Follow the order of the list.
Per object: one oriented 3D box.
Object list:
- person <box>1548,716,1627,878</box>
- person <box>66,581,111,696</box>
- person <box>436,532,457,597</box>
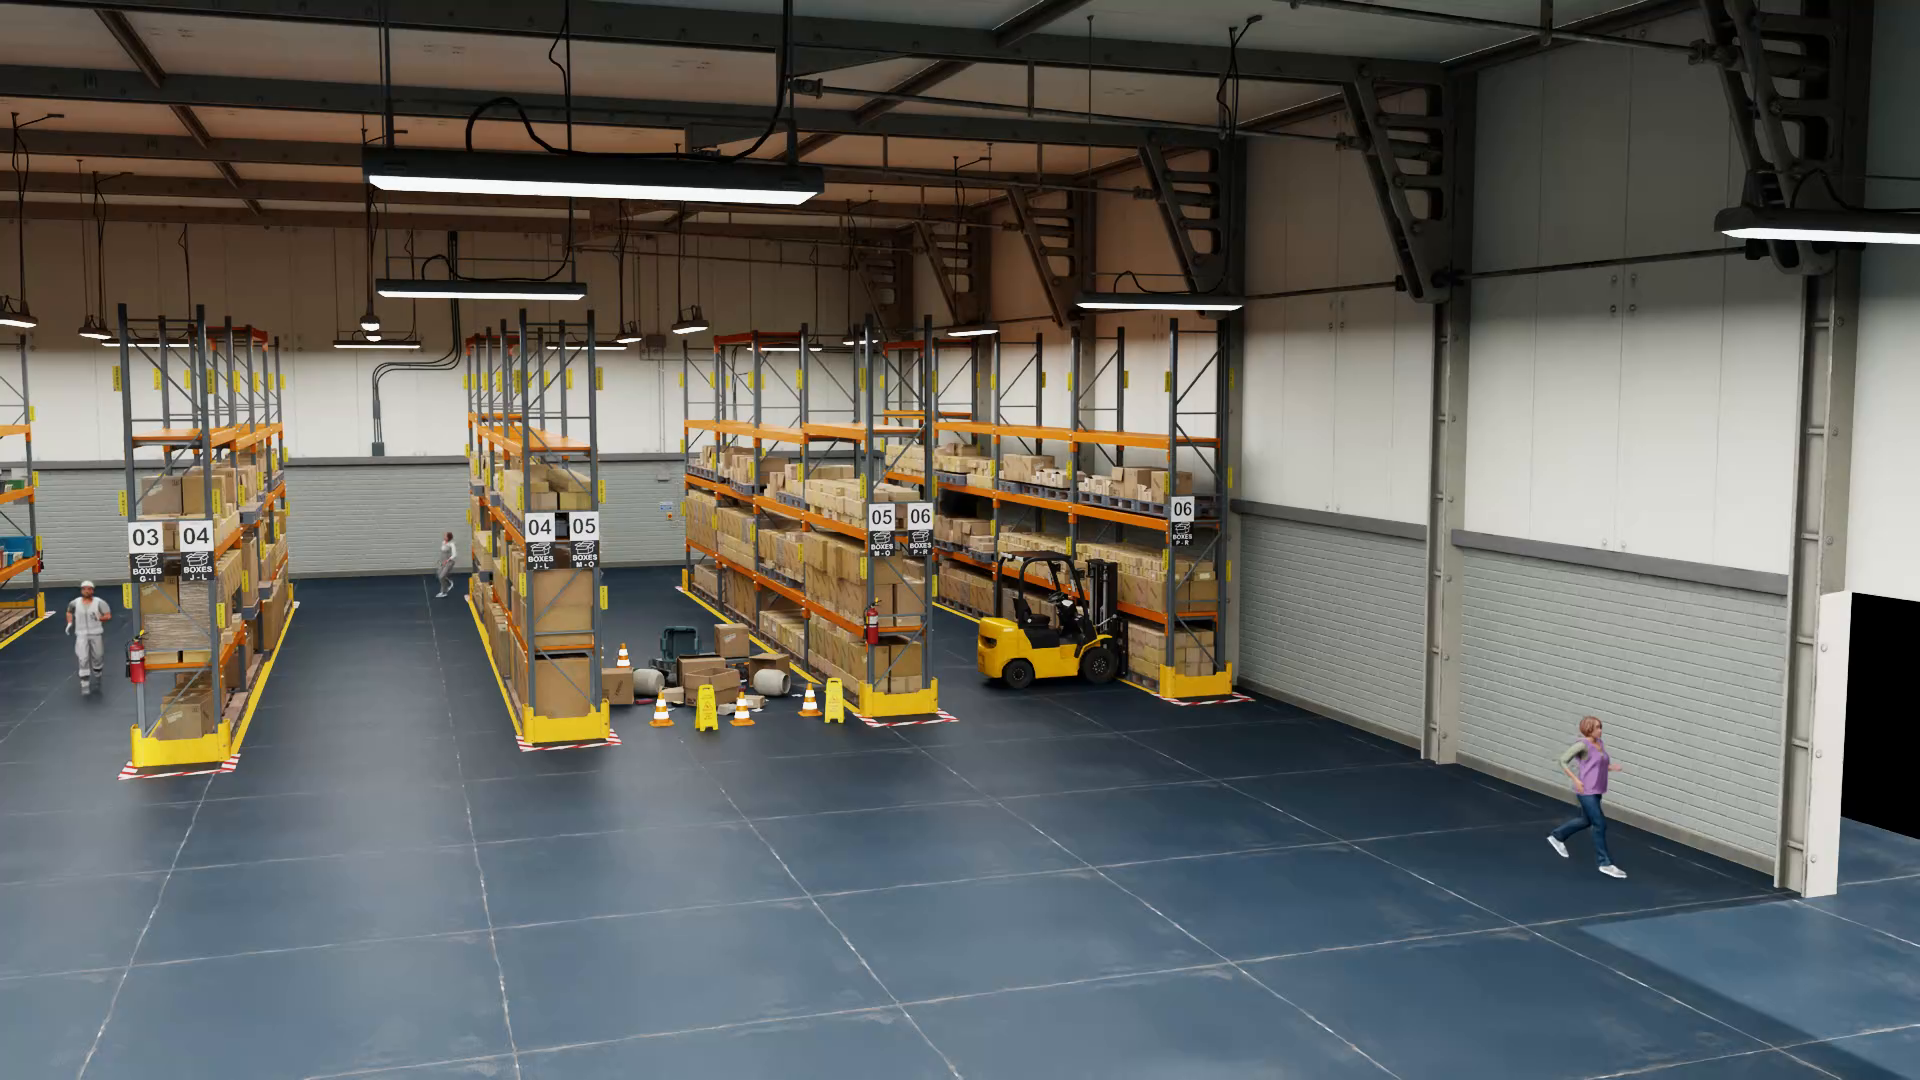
[{"bbox_3d":[6.414,2.579,16.978,0.536,1.586,0.893,-5,7,-43],"label":"person"},{"bbox_3d":[-14.018,1.543,26.765,0.659,1.787,0.980,-3,6,-25],"label":"person"},{"bbox_3d":[-11.933,0.565,38.737,0.591,1.546,0.495,4,7,34],"label":"person"}]
